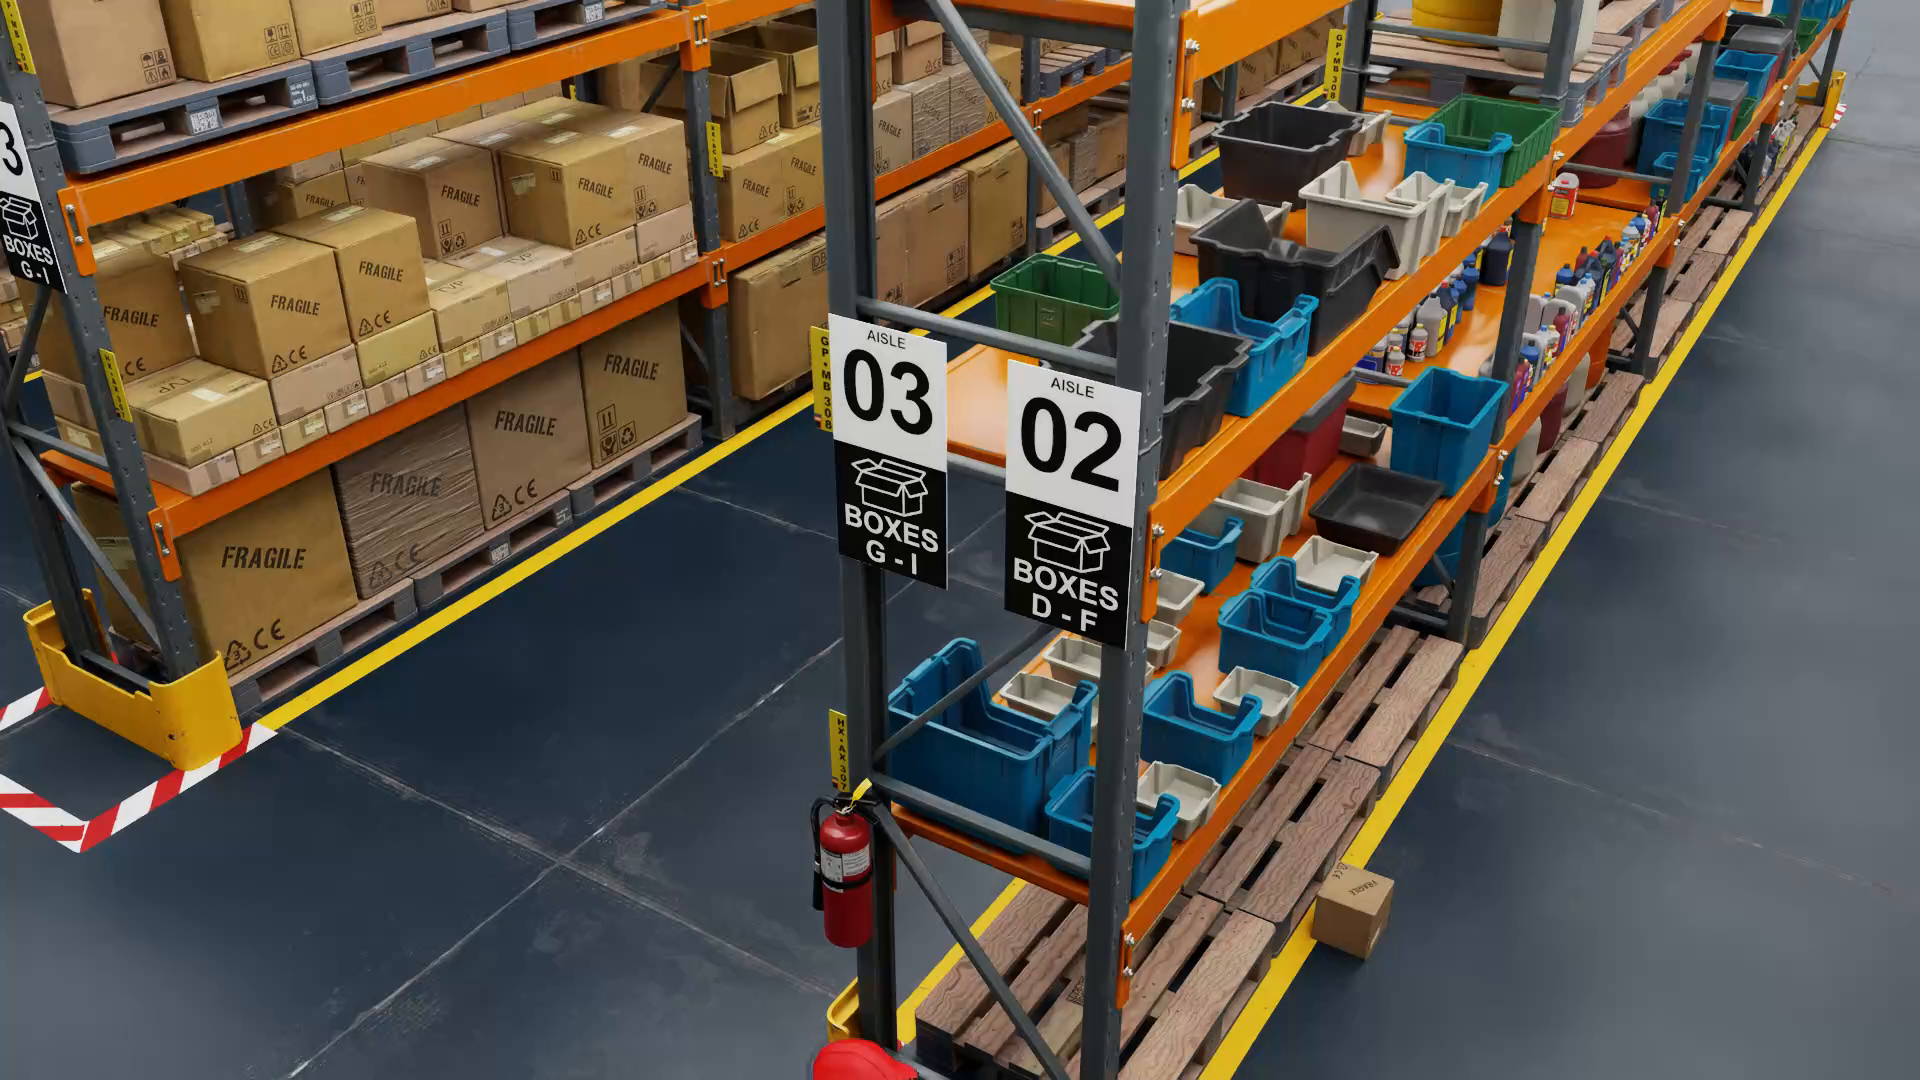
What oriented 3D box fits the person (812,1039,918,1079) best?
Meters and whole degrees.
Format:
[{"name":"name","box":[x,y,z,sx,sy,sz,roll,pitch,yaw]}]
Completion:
[{"name":"person","box":[-0.307,2.031,4.646,0.639,1.779,0.590,16,34,25]}]
